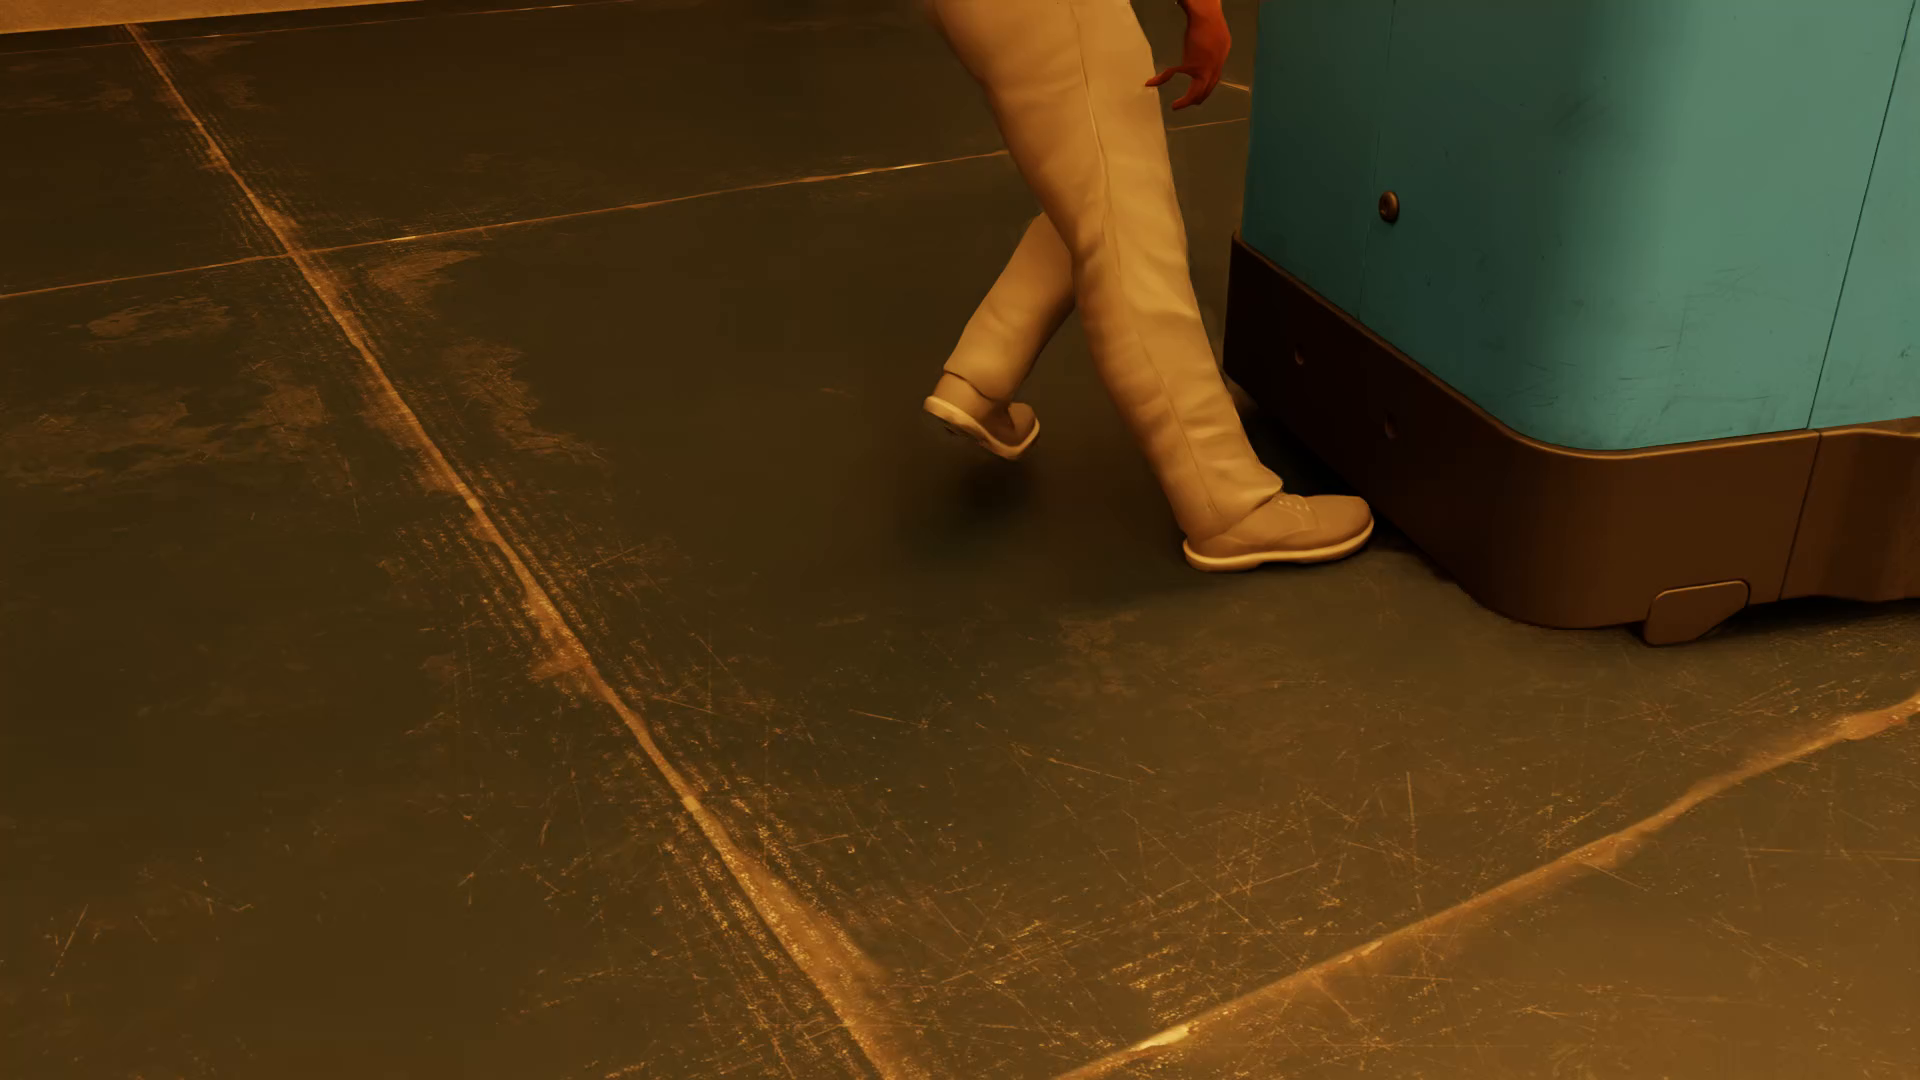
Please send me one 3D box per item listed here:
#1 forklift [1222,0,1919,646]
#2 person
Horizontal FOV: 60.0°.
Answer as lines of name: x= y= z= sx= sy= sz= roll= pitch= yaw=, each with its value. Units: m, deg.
forklift: x=2.038 y=-1.522 z=2.260 sx=3.031 sy=2.935 sz=1.130 roll=-7 pitch=28 yaw=-13
person: x=0.237 y=-0.794 z=2.287 sx=0.669 sy=1.604 sz=0.630 roll=-5 pitch=27 yaw=-10
